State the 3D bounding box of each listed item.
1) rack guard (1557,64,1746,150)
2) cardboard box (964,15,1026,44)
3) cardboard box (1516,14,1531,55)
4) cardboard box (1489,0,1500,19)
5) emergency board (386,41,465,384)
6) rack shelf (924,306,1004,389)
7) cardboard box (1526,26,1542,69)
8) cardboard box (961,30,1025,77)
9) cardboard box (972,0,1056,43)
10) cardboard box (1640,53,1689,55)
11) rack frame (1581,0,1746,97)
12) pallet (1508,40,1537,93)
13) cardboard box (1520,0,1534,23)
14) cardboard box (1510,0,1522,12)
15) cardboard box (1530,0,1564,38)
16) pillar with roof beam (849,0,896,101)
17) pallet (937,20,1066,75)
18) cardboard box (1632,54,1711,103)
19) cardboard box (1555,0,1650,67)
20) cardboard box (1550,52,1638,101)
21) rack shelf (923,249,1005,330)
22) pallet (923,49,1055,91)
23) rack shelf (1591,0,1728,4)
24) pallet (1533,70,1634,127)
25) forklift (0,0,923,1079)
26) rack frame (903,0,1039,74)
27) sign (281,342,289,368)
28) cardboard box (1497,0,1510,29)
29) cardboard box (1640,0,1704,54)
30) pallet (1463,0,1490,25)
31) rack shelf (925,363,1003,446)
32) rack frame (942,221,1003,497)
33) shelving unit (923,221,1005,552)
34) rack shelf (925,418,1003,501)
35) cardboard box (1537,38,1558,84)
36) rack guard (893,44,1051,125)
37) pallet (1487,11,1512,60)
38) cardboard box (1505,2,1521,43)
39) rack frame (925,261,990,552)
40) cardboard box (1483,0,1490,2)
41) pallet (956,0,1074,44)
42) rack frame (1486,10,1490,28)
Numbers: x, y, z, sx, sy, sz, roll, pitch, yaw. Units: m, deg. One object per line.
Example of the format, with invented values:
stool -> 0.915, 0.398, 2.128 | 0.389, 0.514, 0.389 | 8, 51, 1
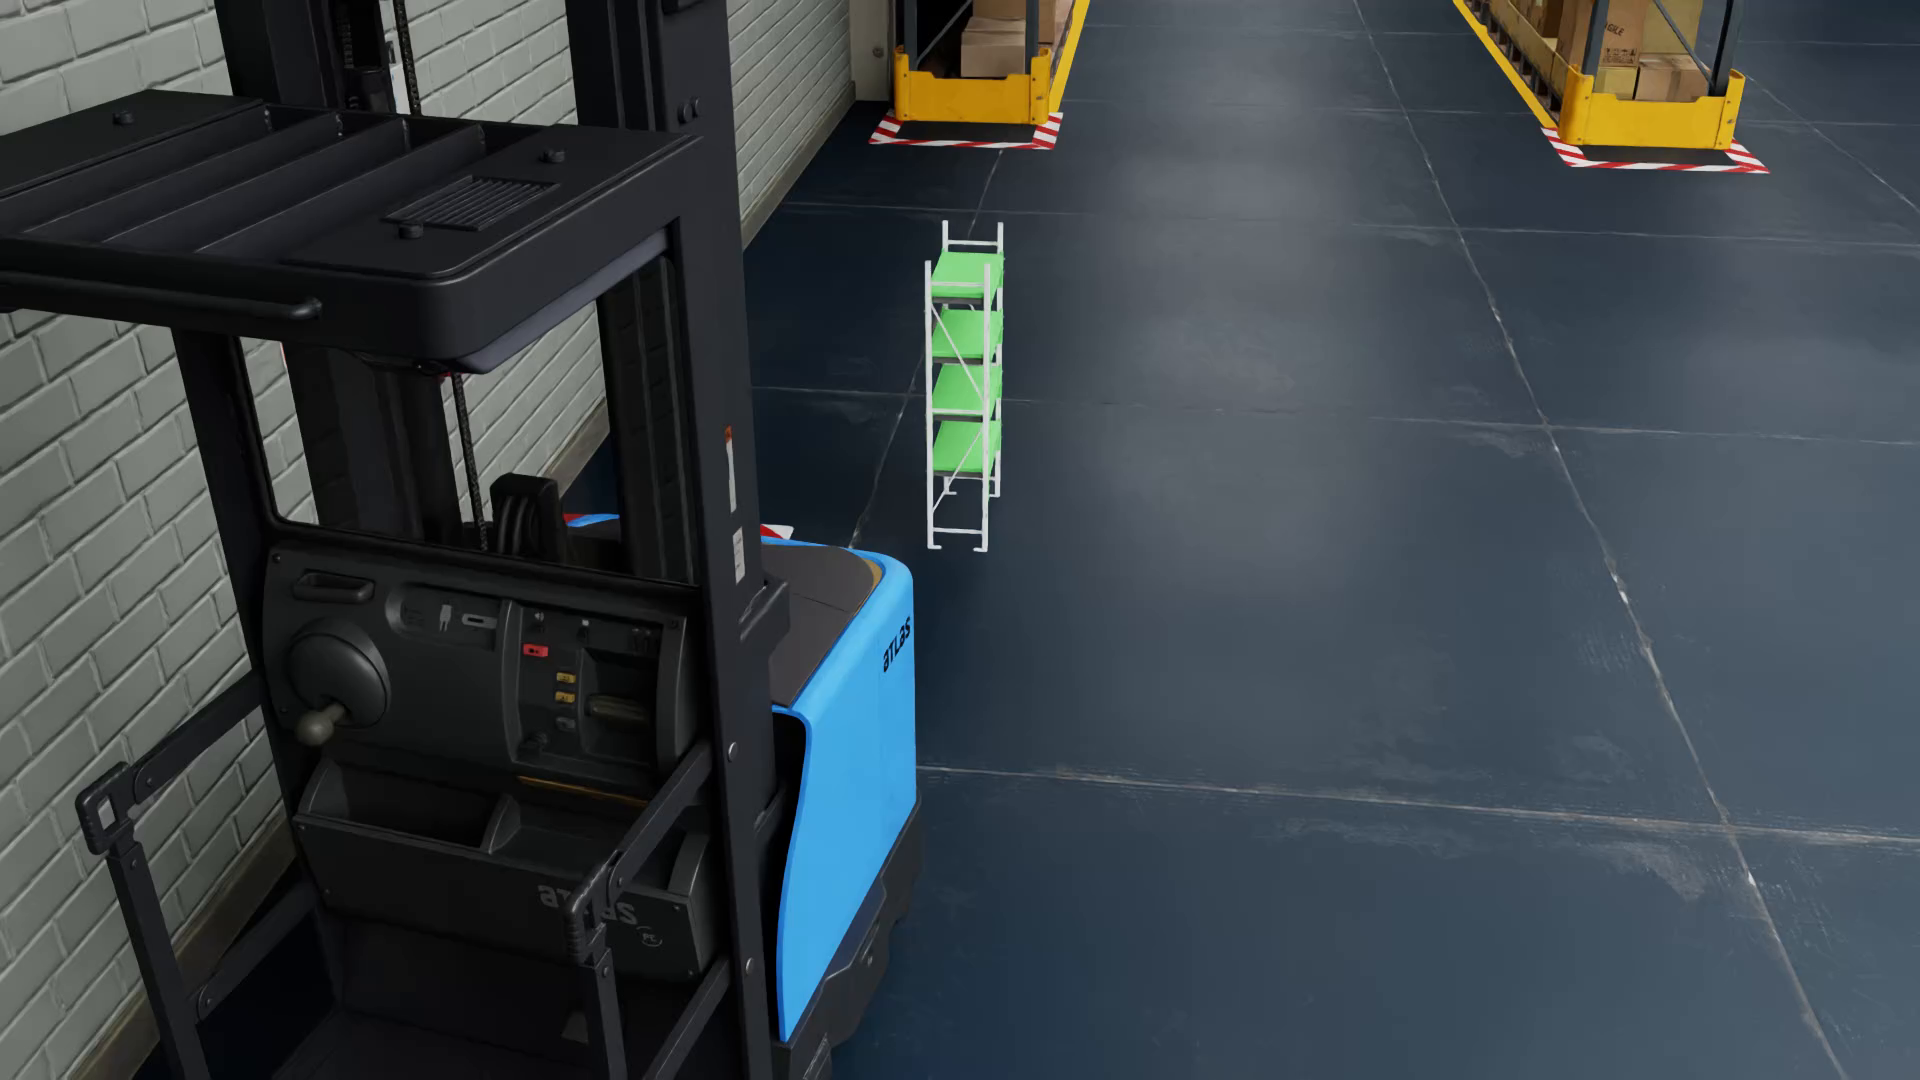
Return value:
rack guard -> 4.996, -3.141, 12.054 | 1.175, 0.500, 0.348 | 3, 28, 6
cardboard box -> 0.326, -4.138, 13.639 | 0.500, 0.311, 0.500 | 6, 29, 10
cardboard box -> 4.943, -4.204, 13.847 | 0.500, 0.250, 0.500 | 3, 28, 6
cardboard box -> 5.131, -4.910, 15.157 | 0.500, 0.250, 0.500 | 3, 28, 6
emergency board -> -1.766, -0.934, 5.320 | 0.194, 1.169, 0.643 | 3, 28, 6
rack shelf -> 0.020, -0.761, 6.527 | 0.258, 0.148, 0.480 | 3, 28, 6
cardboard box -> 4.880, -3.969, 13.410 | 0.500, 0.250, 0.500 | 3, 28, 6
cardboard box -> 0.256, -3.870, 13.141 | 0.500, 0.311, 0.500 | 0, 28, 0
cardboard box -> 0.466, -4.564, 14.230 | 0.700, 0.500, 0.500 | 2, 28, 3
cardboard box -> 5.343, -3.702, 12.916 | 0.500, 0.250, 0.500 | 3, 28, 6
rack frame -> 4.999, -4.253, 11.482 | 1.000, 3.000, 0.127 | 3, 28, 6
pallet -> 5.203, -3.961, 13.879 | 1.003, 0.211, 1.213 | 3, 28, 6
cardboard box -> 4.940, -4.534, 13.669 | 0.500, 0.500, 0.500 | 3, 28, 6
cardboard box -> 4.999, -4.770, 14.106 | 0.500, 0.500, 0.500 | 3, 28, 6
cardboard box -> 4.877, -4.299, 13.232 | 0.500, 0.500, 0.500 | 3, 28, 6
pillar with roof beam -> 3.582, -7.310, 10.831 | 9.100, 9.000, 0.400 | 3, 28, 6
pallet -> 0.378, -4.300, 14.510 | 1.003, 0.211, 1.213 | 3, 28, 6
cardboard box -> 5.285, -3.467, 12.479 | 0.500, 0.250, 0.500 | 3, 28, 6
cardboard box -> 4.769, -3.827, 12.357 | 0.500, 0.500, 0.500 | 3, 28, 6
cardboard box -> 4.771, -3.497, 12.535 | 0.500, 0.250, 0.500 | 3, 28, 6
rack shelf -> 0.020, -0.972, 6.413 | 0.258, 0.148, 0.480 | 3, 28, 6
pallet -> 0.226, -3.728, 13.447 | 1.003, 0.211, 1.213 | 3, 28, 6
rack shelf -> 5.244, -4.878, 13.400 | 1.077, 0.370, 4.000 | 3, 28, 6
pallet -> 5.051, -3.388, 12.816 | 1.003, 0.211, 1.213 | 3, 28, 6
forklift -> -1.029, 0.298, 3.106 | 1.130, 2.935, 3.031 | 8, 29, 15
rack frame -> 0.082, -4.539, 12.013 | 1.000, 3.000, 0.127 | 3, 28, 6
sign -> -1.937, -0.695, 4.840 | 0.001, 0.329, 0.234 | 3, 28, 6
cardboard box -> 5.065, -4.675, 14.720 | 0.500, 0.250, 0.500 | 3, 28, 6
cardboard box -> 5.345, -4.033, 12.738 | 0.500, 0.500, 0.500 | 3, 28, 6
pallet -> 5.541, -5.257, 16.286 | 1.003, 0.211, 1.213 | 3, 28, 6
rack shelf -> 0.020, -0.550, 6.640 | 0.258, 0.148, 0.480 | 3, 28, 6
rack frame -> 0.050, -0.721, 6.823 | 0.240, 1.200, 0.015 | 3, 28, 6
shelving unit -> 0.020, -0.606, 6.610 | 0.258, 1.200, 0.503 | 3, 28, 6
rack shelf -> 0.020, -0.339, 6.754 | 0.258, 0.148, 0.480 | 3, 28, 6
cardboard box -> 4.821, -3.733, 12.973 | 0.500, 0.250, 0.500 | 3, 28, 6
rack guard -> 0.091, -3.474, 12.672 | 1.175, 0.500, 0.348 | 3, 28, 6
pallet -> 5.350, -4.536, 14.948 | 1.003, 0.211, 1.213 | 3, 28, 6
cardboard box -> 4.999, -4.439, 14.284 | 0.500, 0.250, 0.500 | 3, 28, 6
rack frame -> -0.010, -0.491, 6.397 | 0.240, 1.200, 0.015 | 3, 28, 6
cardboard box -> 5.252, -5.322, 15.923 | 0.500, 0.250, 0.500 | 3, 28, 6
pallet -> 0.525, -4.876, 15.579 | 1.003, 0.211, 1.213 | 3, 28, 6
rack frame -> 5.489, -6.136, 14.977 | 1.000, 3.000, 0.127 | 3, 28, 6
